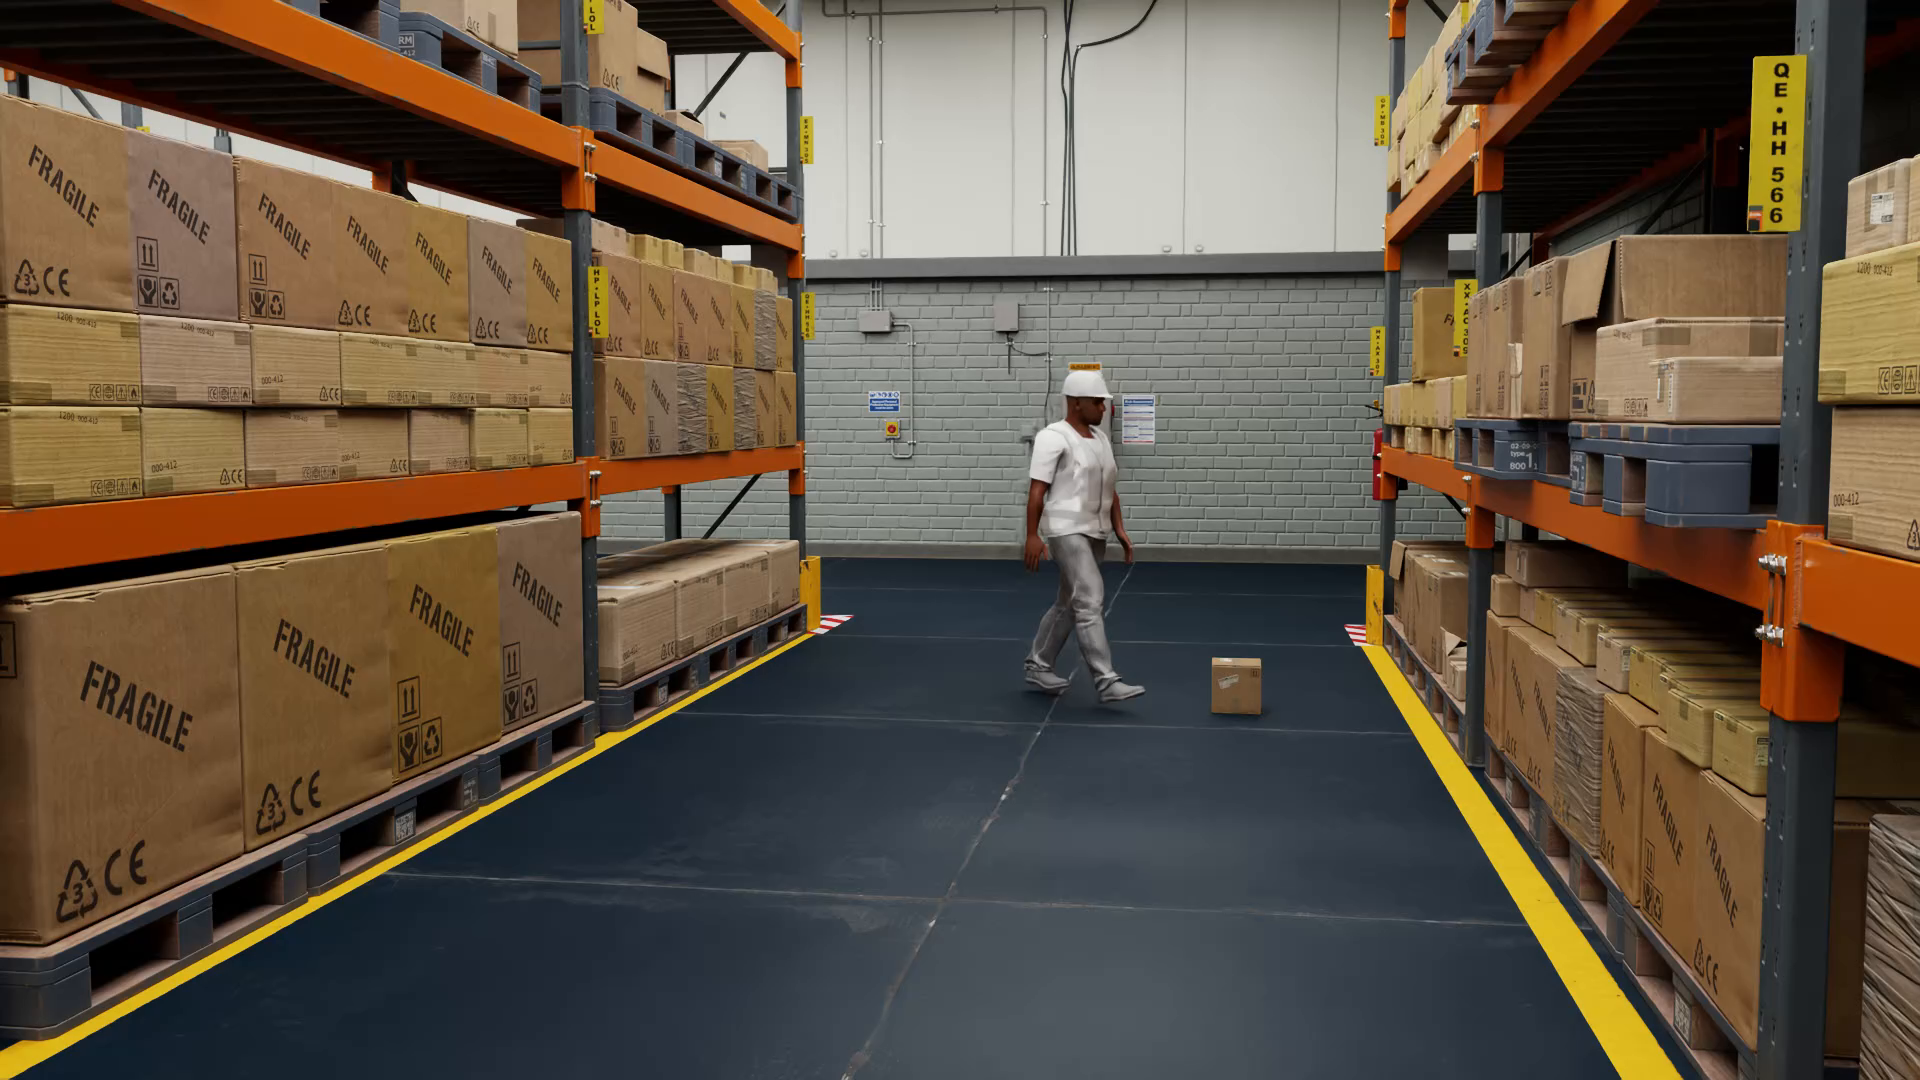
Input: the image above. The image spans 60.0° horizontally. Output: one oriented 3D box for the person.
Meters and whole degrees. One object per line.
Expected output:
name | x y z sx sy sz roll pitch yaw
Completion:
person | 0.691 -0.030 8.781 0.937 1.726 0.613 3 6 37
